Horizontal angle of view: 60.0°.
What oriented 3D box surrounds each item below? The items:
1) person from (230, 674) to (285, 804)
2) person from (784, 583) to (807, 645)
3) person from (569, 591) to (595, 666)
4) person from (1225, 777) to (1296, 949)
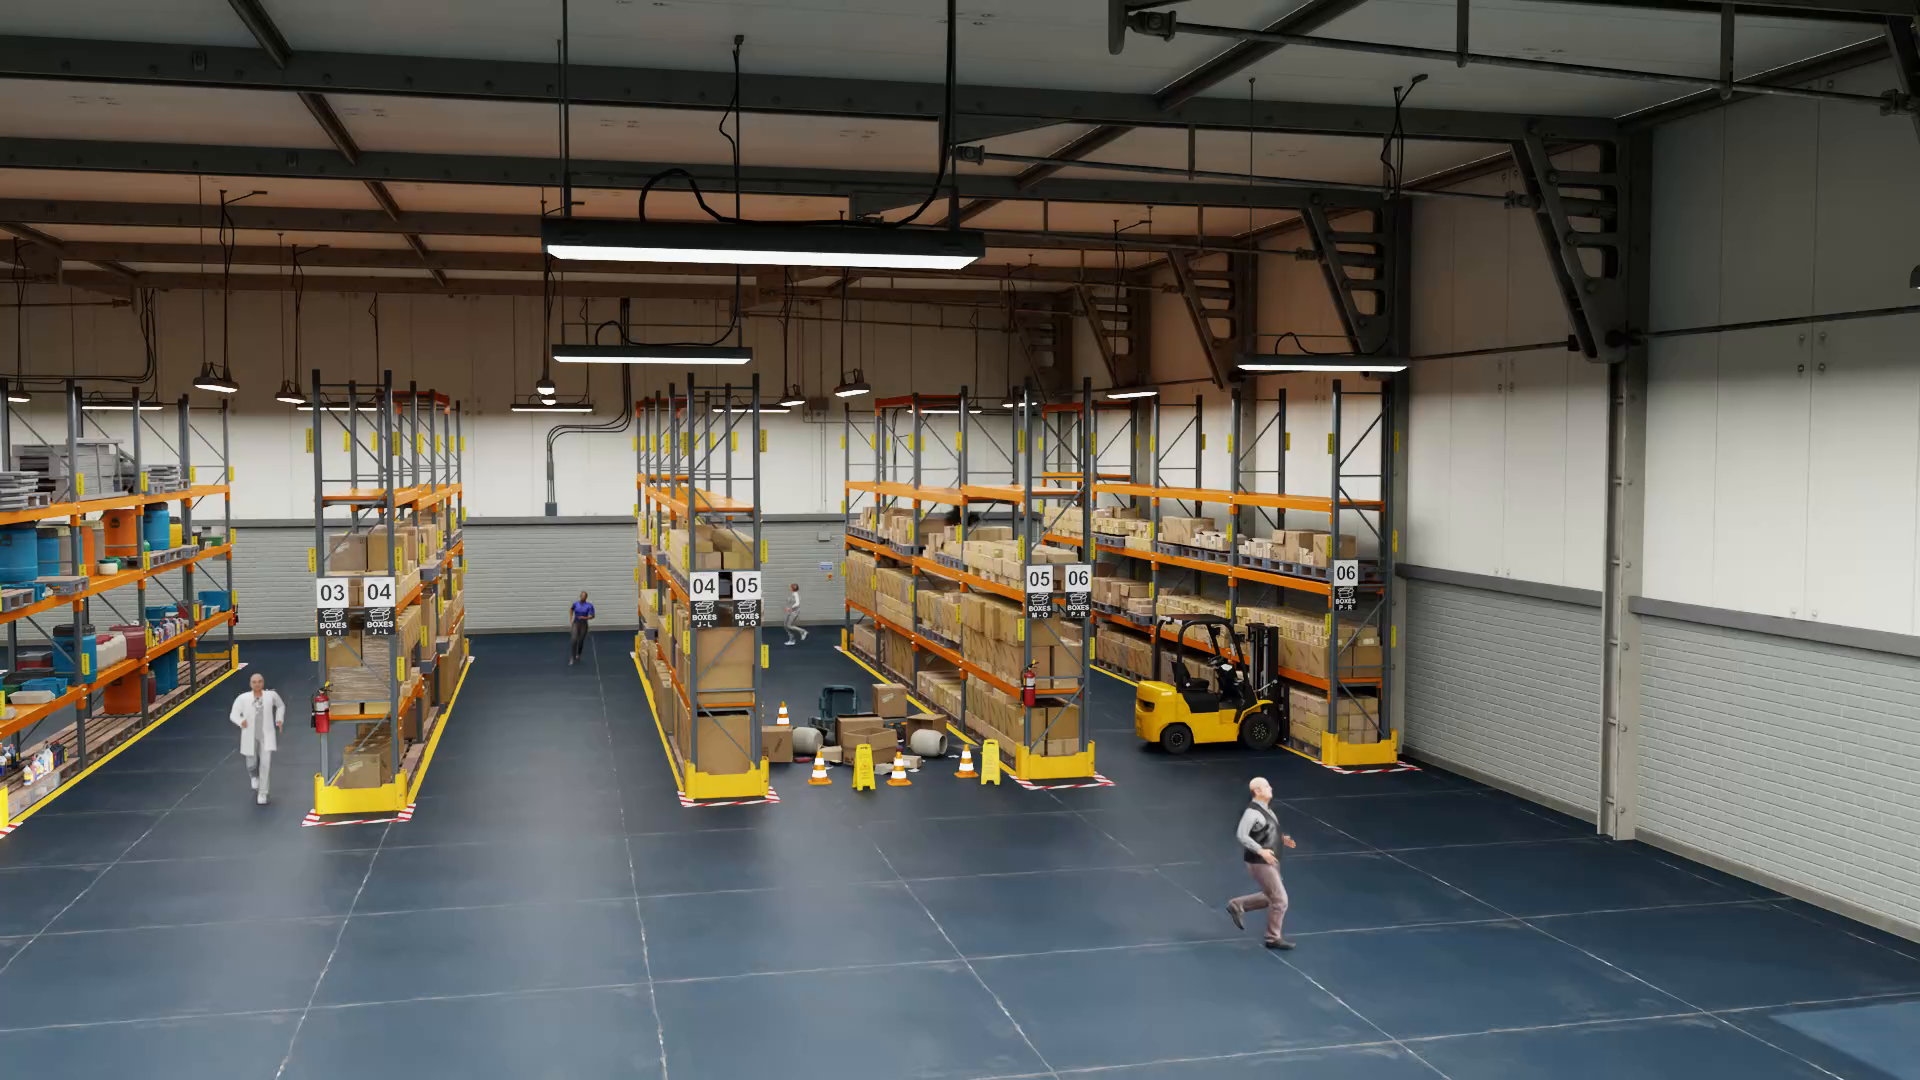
[{"bbox_3d":[-9.851,2.759,23.364,0.718,1.764,1.024,-1,4,-24],"label":"person"},{"bbox_3d":[-4.097,1.847,41.392,0.567,1.531,0.536,-1,3,-10],"label":"person"},{"bbox_3d":[-8.632,2.005,38.004,0.592,1.672,0.842,0,3,-6],"label":"person"},{"bbox_3d":[2.987,3.203,16.576,0.754,1.683,0.666,2,4,26],"label":"person"}]
